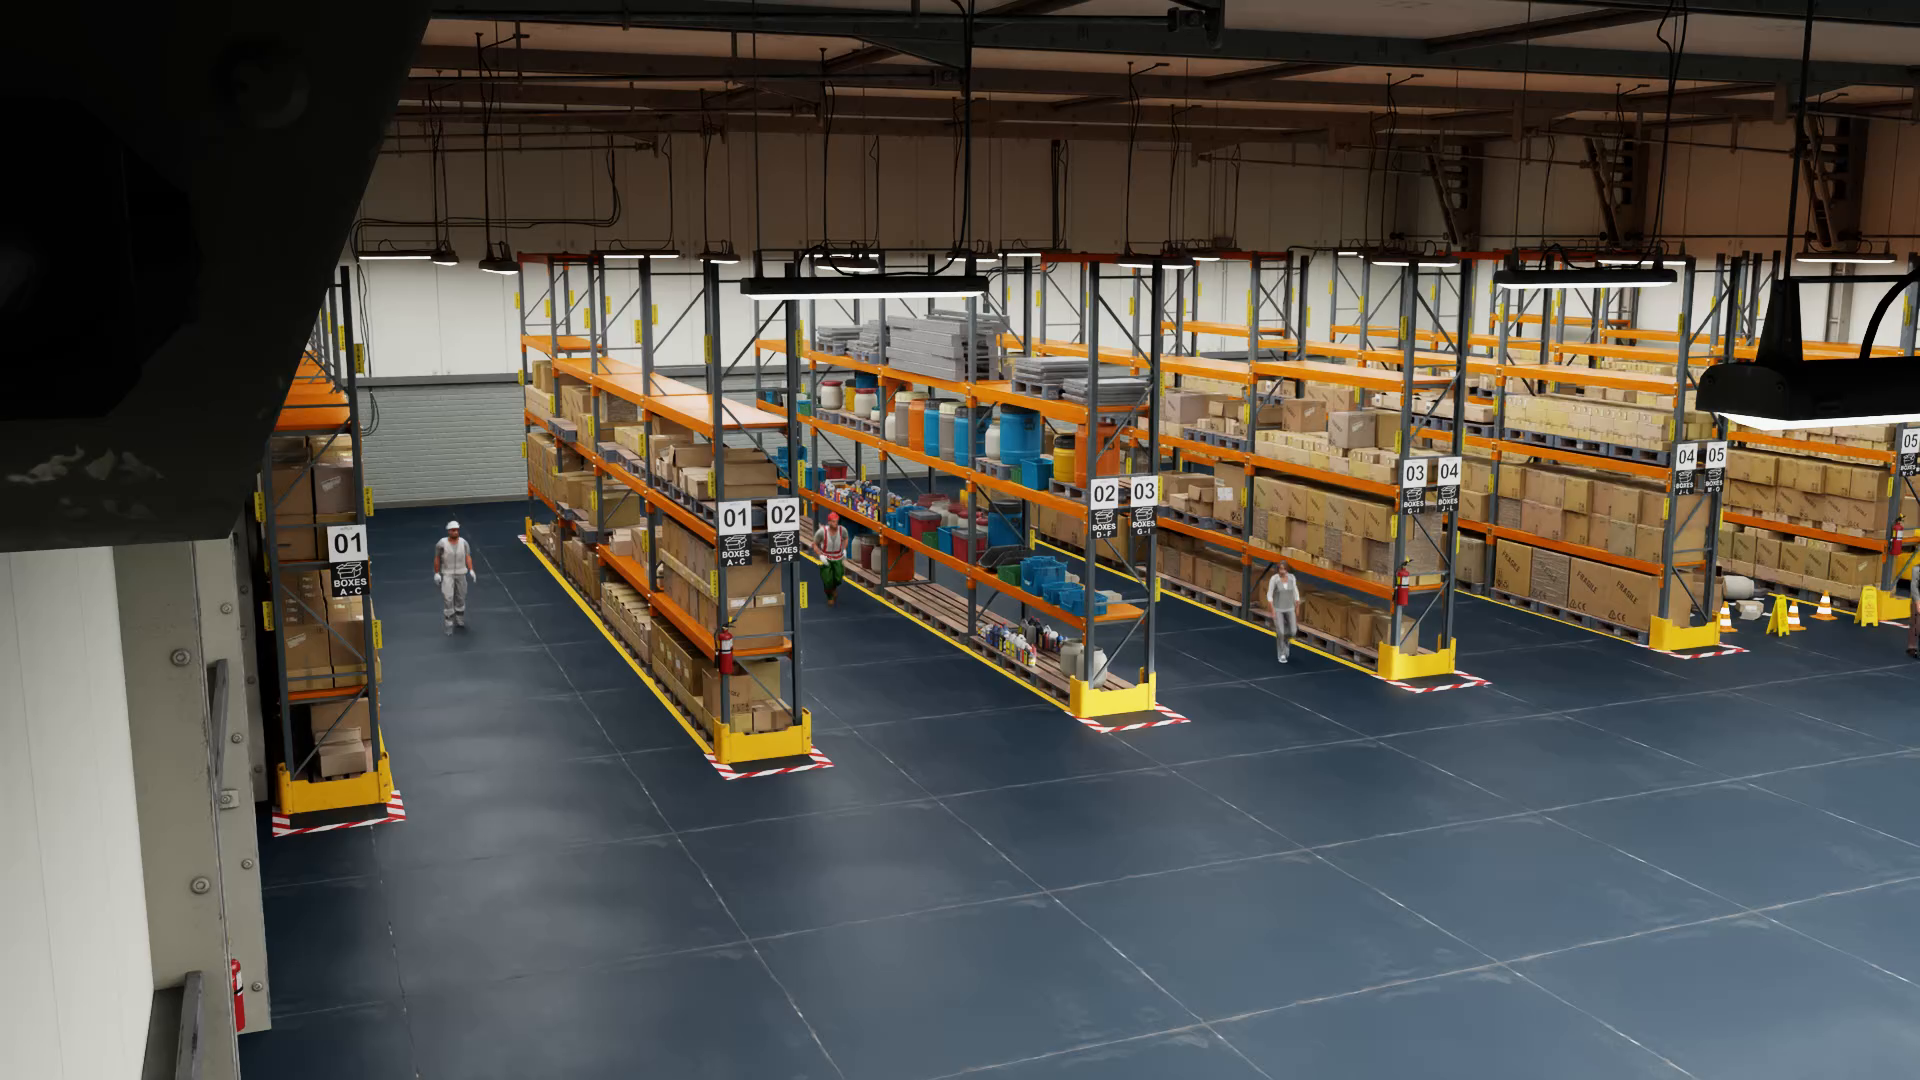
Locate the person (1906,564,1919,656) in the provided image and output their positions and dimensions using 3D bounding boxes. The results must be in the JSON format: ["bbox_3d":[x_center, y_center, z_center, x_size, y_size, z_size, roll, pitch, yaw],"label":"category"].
[{"bbox_3d":[14.554,0.969,24.947,0.573,1.696,0.845,1,10,7],"label":"person"}]

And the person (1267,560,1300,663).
[{"bbox_3d":[4.847,1.053,24.949,0.498,1.579,0.455,-1,10,-4],"label":"person"}]

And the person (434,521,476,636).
[{"bbox_3d":[-8.164,0.592,26.883,0.642,1.812,0.745,-4,11,-22],"label":"person"}]

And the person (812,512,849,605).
[{"bbox_3d":[-2.230,0.324,28.632,0.651,1.681,0.653,-2,11,-10],"label":"person"}]
